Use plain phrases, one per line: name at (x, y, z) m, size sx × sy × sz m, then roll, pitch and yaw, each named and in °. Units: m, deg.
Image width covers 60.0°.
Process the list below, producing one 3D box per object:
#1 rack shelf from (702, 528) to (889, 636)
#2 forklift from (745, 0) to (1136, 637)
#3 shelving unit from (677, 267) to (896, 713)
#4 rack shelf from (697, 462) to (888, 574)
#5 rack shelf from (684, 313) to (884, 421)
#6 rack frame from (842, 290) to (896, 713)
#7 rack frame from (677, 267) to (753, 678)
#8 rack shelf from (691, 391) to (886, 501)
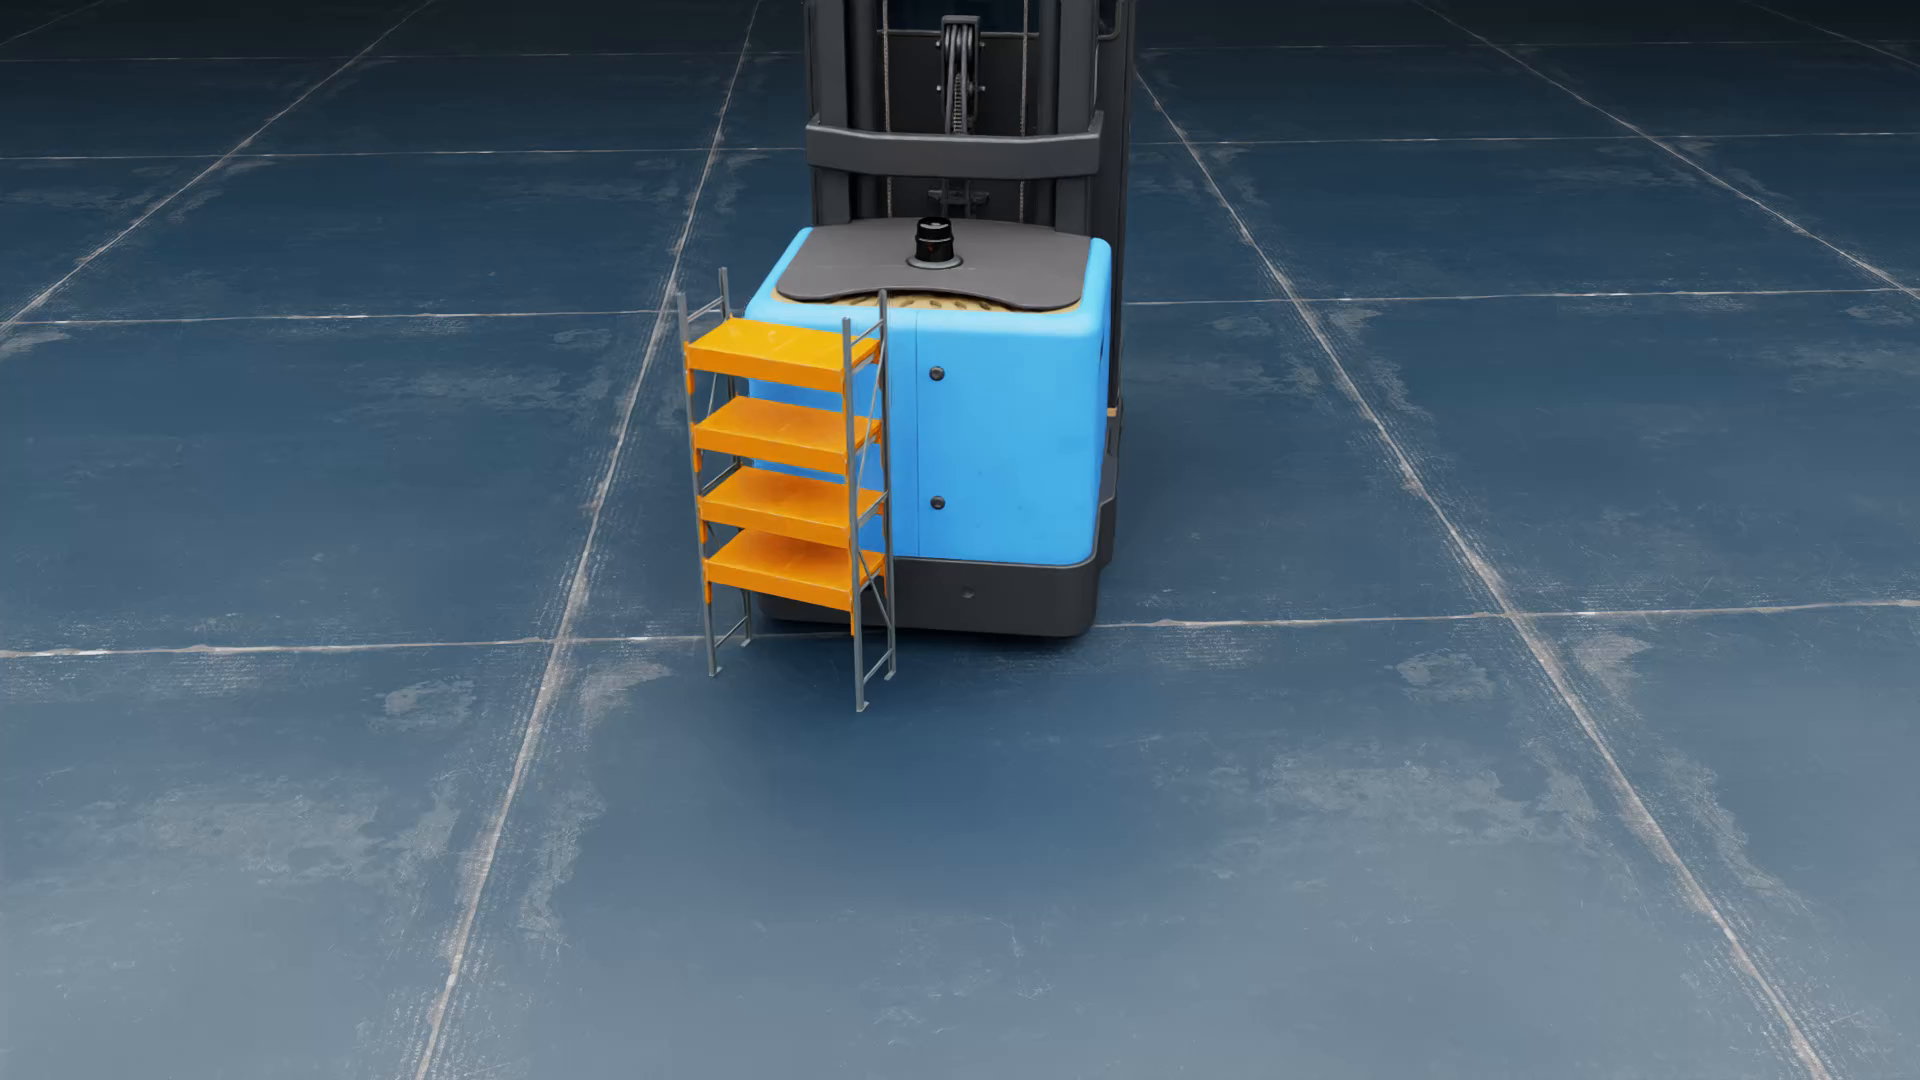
rack shelf at (-0.471, 0.108, 4.819) m, size 0.480 × 0.148 × 0.258 m, roll 11°, pitch 30°, yaw 20°
forklift at (0.060, -1.660, 5.764) m, size 1.130 × 2.935 × 3.031 m, roll 3°, pitch 28°, yaw 6°
shelving unit at (-0.471, -0.127, 4.695) m, size 0.503 × 1.200 × 0.258 m, roll 11°, pitch 30°, yaw 20°
rack shelf at (-0.471, -0.068, 4.726) m, size 0.480 × 0.148 × 0.258 m, roll 11°, pitch 30°, yaw 20°
rack shelf at (-0.472, -0.475, 4.511) m, size 0.480 × 0.148 × 0.258 m, roll 11°, pitch 30°, yaw 20°
rack frame at (-0.247, -0.084, 4.611) m, size 0.015 × 1.200 × 0.240 m, roll 11°, pitch 30°, yaw 20°
rack frame at (-0.696, -0.171, 4.779) m, size 0.015 × 1.200 × 0.240 m, roll 11°, pitch 30°, yaw 20°
rack shelf at (-0.472, -0.266, 4.622) m, size 0.480 × 0.148 × 0.258 m, roll 11°, pitch 30°, yaw 20°
